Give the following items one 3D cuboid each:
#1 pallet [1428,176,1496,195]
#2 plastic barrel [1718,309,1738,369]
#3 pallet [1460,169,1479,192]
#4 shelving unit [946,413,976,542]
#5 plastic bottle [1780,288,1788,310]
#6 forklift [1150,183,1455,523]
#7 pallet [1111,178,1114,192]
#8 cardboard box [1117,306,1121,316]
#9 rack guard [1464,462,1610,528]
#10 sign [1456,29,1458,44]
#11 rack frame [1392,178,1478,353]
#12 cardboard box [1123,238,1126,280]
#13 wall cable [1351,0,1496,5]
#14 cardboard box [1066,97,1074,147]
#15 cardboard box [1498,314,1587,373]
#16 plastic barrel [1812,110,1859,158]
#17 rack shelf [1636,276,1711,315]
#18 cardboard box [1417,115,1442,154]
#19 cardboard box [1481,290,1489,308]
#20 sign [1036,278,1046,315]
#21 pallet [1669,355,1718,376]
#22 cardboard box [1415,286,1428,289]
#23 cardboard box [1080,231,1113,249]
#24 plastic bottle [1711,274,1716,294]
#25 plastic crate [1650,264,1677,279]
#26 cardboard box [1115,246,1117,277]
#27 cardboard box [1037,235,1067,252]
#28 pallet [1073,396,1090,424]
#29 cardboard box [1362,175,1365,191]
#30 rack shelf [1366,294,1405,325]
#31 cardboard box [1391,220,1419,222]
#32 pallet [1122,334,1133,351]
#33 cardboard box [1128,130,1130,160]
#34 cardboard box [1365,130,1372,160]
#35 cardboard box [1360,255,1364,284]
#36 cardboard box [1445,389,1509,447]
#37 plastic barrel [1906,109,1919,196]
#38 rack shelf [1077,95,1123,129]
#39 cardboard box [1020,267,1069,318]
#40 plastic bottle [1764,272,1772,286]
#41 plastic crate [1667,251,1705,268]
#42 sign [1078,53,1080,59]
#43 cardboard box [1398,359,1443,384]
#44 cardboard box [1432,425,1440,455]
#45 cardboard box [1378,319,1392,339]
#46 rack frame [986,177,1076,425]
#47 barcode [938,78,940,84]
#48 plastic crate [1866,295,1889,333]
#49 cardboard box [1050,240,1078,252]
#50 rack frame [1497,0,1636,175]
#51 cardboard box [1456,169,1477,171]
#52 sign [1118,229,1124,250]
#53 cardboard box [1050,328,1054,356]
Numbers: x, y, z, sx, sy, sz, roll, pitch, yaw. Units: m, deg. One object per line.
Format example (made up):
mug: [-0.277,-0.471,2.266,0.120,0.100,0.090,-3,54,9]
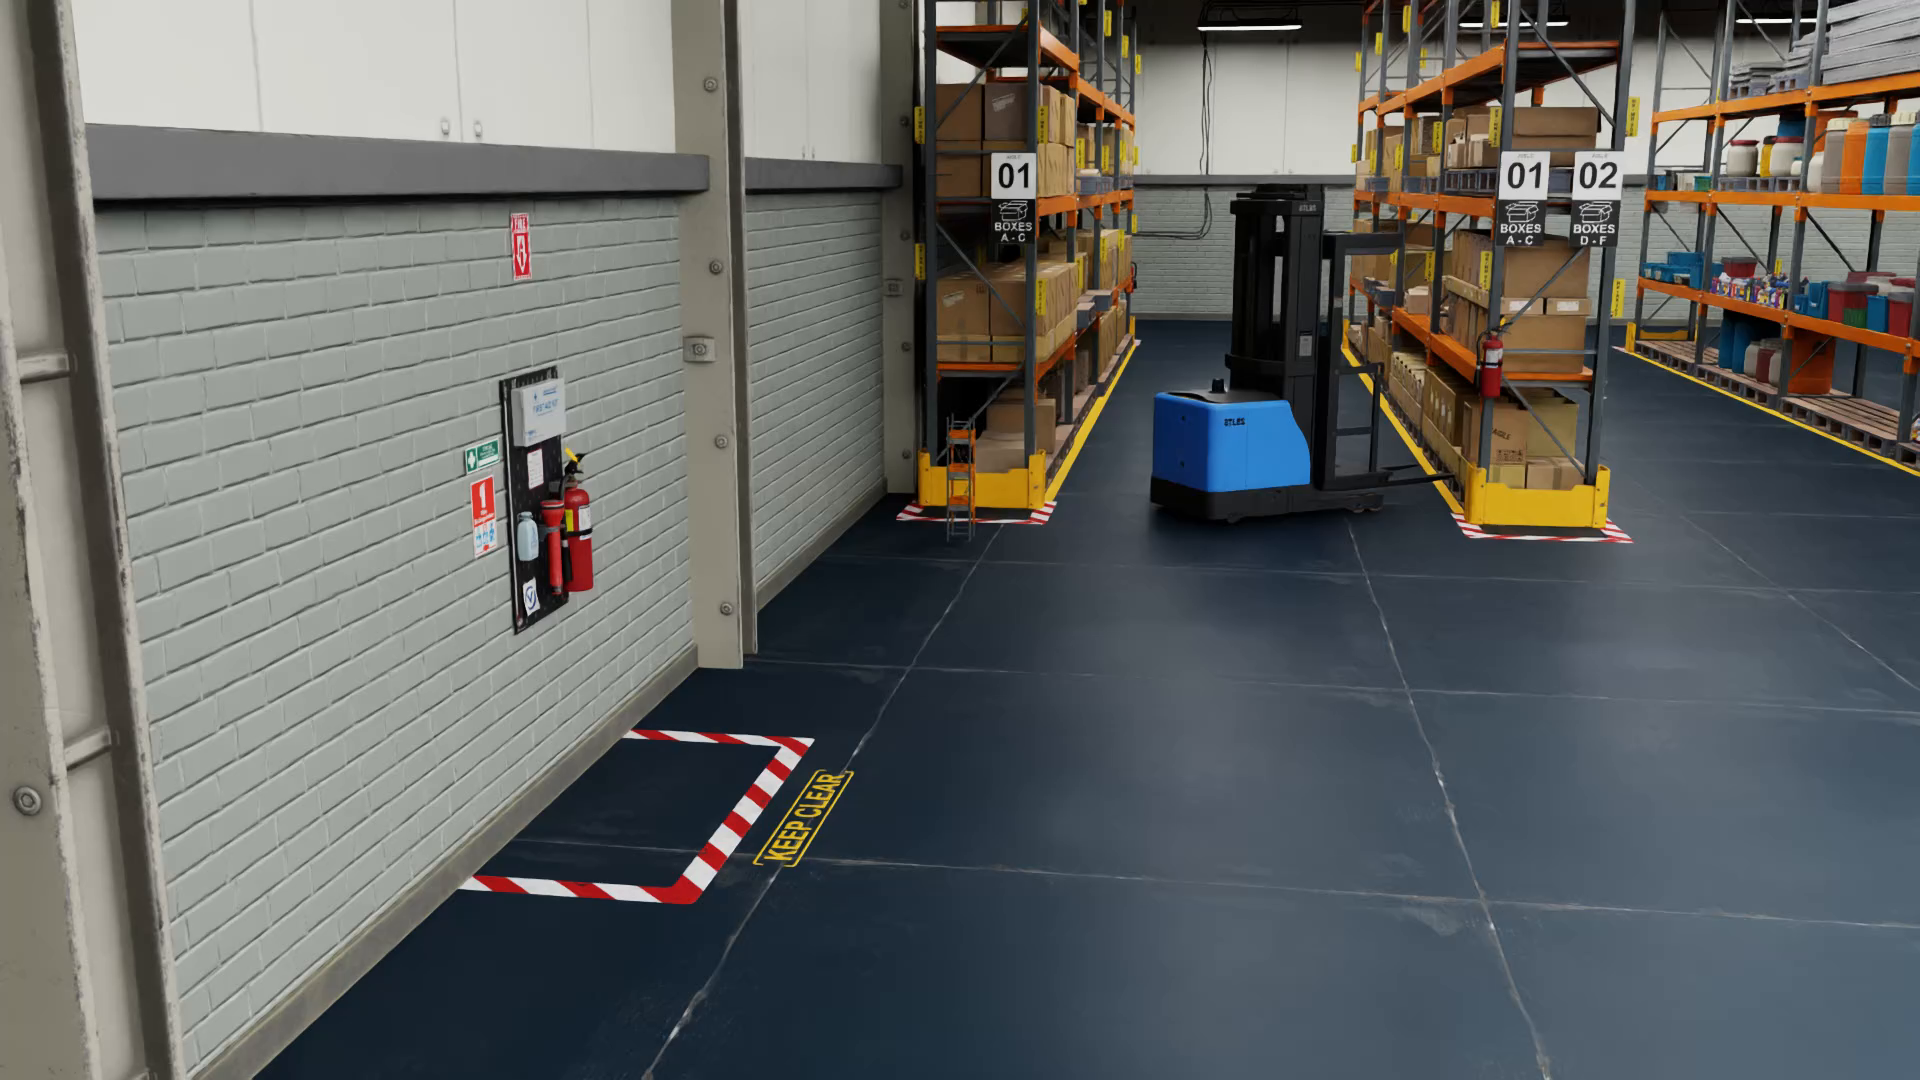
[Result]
pallet: [5.824,-4.019,18.857,0.805,0.209,1.217,1,12,6]
plastic barrel: [11.724,-3.033,24.932,0.600,0.901,0.708,2,12,9]
pallet: [5.405,-3.454,15.990,1.003,0.211,1.213,2,12,9]
shelving unit: [0.008,-0.524,13.934,0.215,1.050,0.252,2,12,9]
plastic bottle: [10.850,-3.175,21.882,0.061,0.283,0.133,2,12,9]
forklift: [3.307,-1.769,15.245,3.031,2.935,1.130,-6,13,-25]
pallet: [1.944,-5.468,25.579,0.805,0.209,1.217,1,12,6]
cardboard box: [2.565,-3.914,28.433,0.380,0.149,0.250,2,12,7]
rack guard: [5.082,-0.403,14.675,1.175,0.500,0.348,2,12,9]
sign: [7.480,-7.578,25.201,0.100,0.325,0.005,2,12,9]
rack frame: [6.316,-3.295,22.163,1.000,3.000,0.127,2,12,9]
cardboard box: [2.355,-4.850,28.666,0.980,0.700,0.700,1,12,6]
wall cable: [9.605,-12.205,33.853,3.097,2.526,0.112,2,12,9]
cardboard box: [0.922,-4.408,17.548,0.500,0.500,0.500,3,12,12]
cardboard box: [5.170,-1.775,14.874,0.700,0.500,0.500,2,12,9]
plastic barrel: [11.300,-5.133,21.557,0.600,0.830,0.708,2,12,9]
rack shelf: [12.133,-4.031,27.286,1.077,0.370,4.000,2,12,9]
cardboard box: [6.389,-5.390,22.151,0.500,0.500,0.500,2,12,9]
cardboard box: [5.075,-2.241,15.497,0.380,0.149,0.250,2,12,9]
sign: [0.726,-2.195,15.004,0.100,0.325,0.005,2,12,9]
pallet: [11.900,-2.758,26.288,1.003,0.211,1.213,2,12,9]
cardboard box: [6.217,-3.177,21.827,0.500,0.311,0.500,3,12,12]
cardboard box: [2.050,-4.540,25.170,0.500,0.250,0.500,2,12,10]
plastic bottle: [11.347,-3.847,25.000,0.061,0.283,0.133,2,12,9]
plastic crate: [11.976,-4.569,28.328,0.416,0.233,0.300,2,12,9]
cardboard box: [2.214,-4.387,26.240,0.500,0.500,0.500,2,12,8]
cardboard box: [1.234,-4.128,23.258,0.500,0.250,0.500,2,12,10]
pallet: [1.109,-1.676,21.268,1.003,0.211,1.213,2,12,9]
cardboard box: [6.981,-5.943,27.684,0.500,0.250,0.500,2,12,9]
rack shelf: [6.624,-3.360,24.170,1.077,0.370,4.000,2,12,9]
cardboard box: [7.598,-5.183,28.313,0.500,0.500,0.500,2,12,10]
pallet: [2.605,-3.588,30.141,1.003,0.211,1.213,2,12,9]
cardboard box: [2.648,-6.760,28.462,0.500,0.500,0.500,1,12,6]
cardboard box: [7.323,-6.756,28.489,0.700,0.500,0.500,2,12,9]
cardboard box: [6.909,-4.503,27.532,0.500,0.500,0.500,2,12,10]
cardboard box: [5.013,-1.187,16.133,0.500,0.500,0.500,2,12,9]
plastic barrel: [10.458,-4.125,17.706,0.600,0.901,0.708,2,12,9]
rack shelf: [1.728,-6.257,24.322,1.077,0.370,4.000,2,12,9]
cardboard box: [0.879,-2.608,17.504,0.500,0.500,0.500,2,12,7]
plastic bottle: [11.864,-3.745,24.368,0.144,0.351,0.185,2,12,9]
plastic crate: [12.573,-4.770,28.780,0.616,0.435,0.499,2,12,9]
sign: [2.104,-8.606,29.974,0.100,0.325,0.005,2,12,9]
cardboard box: [5.792,-2.115,20.886,0.500,0.311,0.500,2,12,7]
cardboard box: [5.166,-1.029,17.178,0.500,0.250,0.500,2,12,9]
cardboard box: [6.386,-3.082,24.283,0.500,0.250,0.500,2,12,8]
rack frame: [0.805,-2.622,19.040,1.000,3.000,0.127,2,12,9]
barcode: [-0.195,-4.251,15.442,0.001,0.075,0.075,2,12,9]
plastic crate: [10.457,-2.533,18.665,0.392,0.384,0.575,2,12,9]
cardboard box: [1.397,-3.963,22.441,0.380,0.149,0.250,0,12,1]
rack frame: [5.086,-4.562,13.803,1.000,3.000,0.127,2,12,9]
cardboard box: [5.805,-4.189,18.548,0.500,0.250,0.500,3,13,15]
sign: [2.573,-4.799,26.582,0.100,0.325,0.005,2,12,9]
cardboard box: [0.645,-1.926,16.117,0.500,0.250,0.500,1,12,7]
